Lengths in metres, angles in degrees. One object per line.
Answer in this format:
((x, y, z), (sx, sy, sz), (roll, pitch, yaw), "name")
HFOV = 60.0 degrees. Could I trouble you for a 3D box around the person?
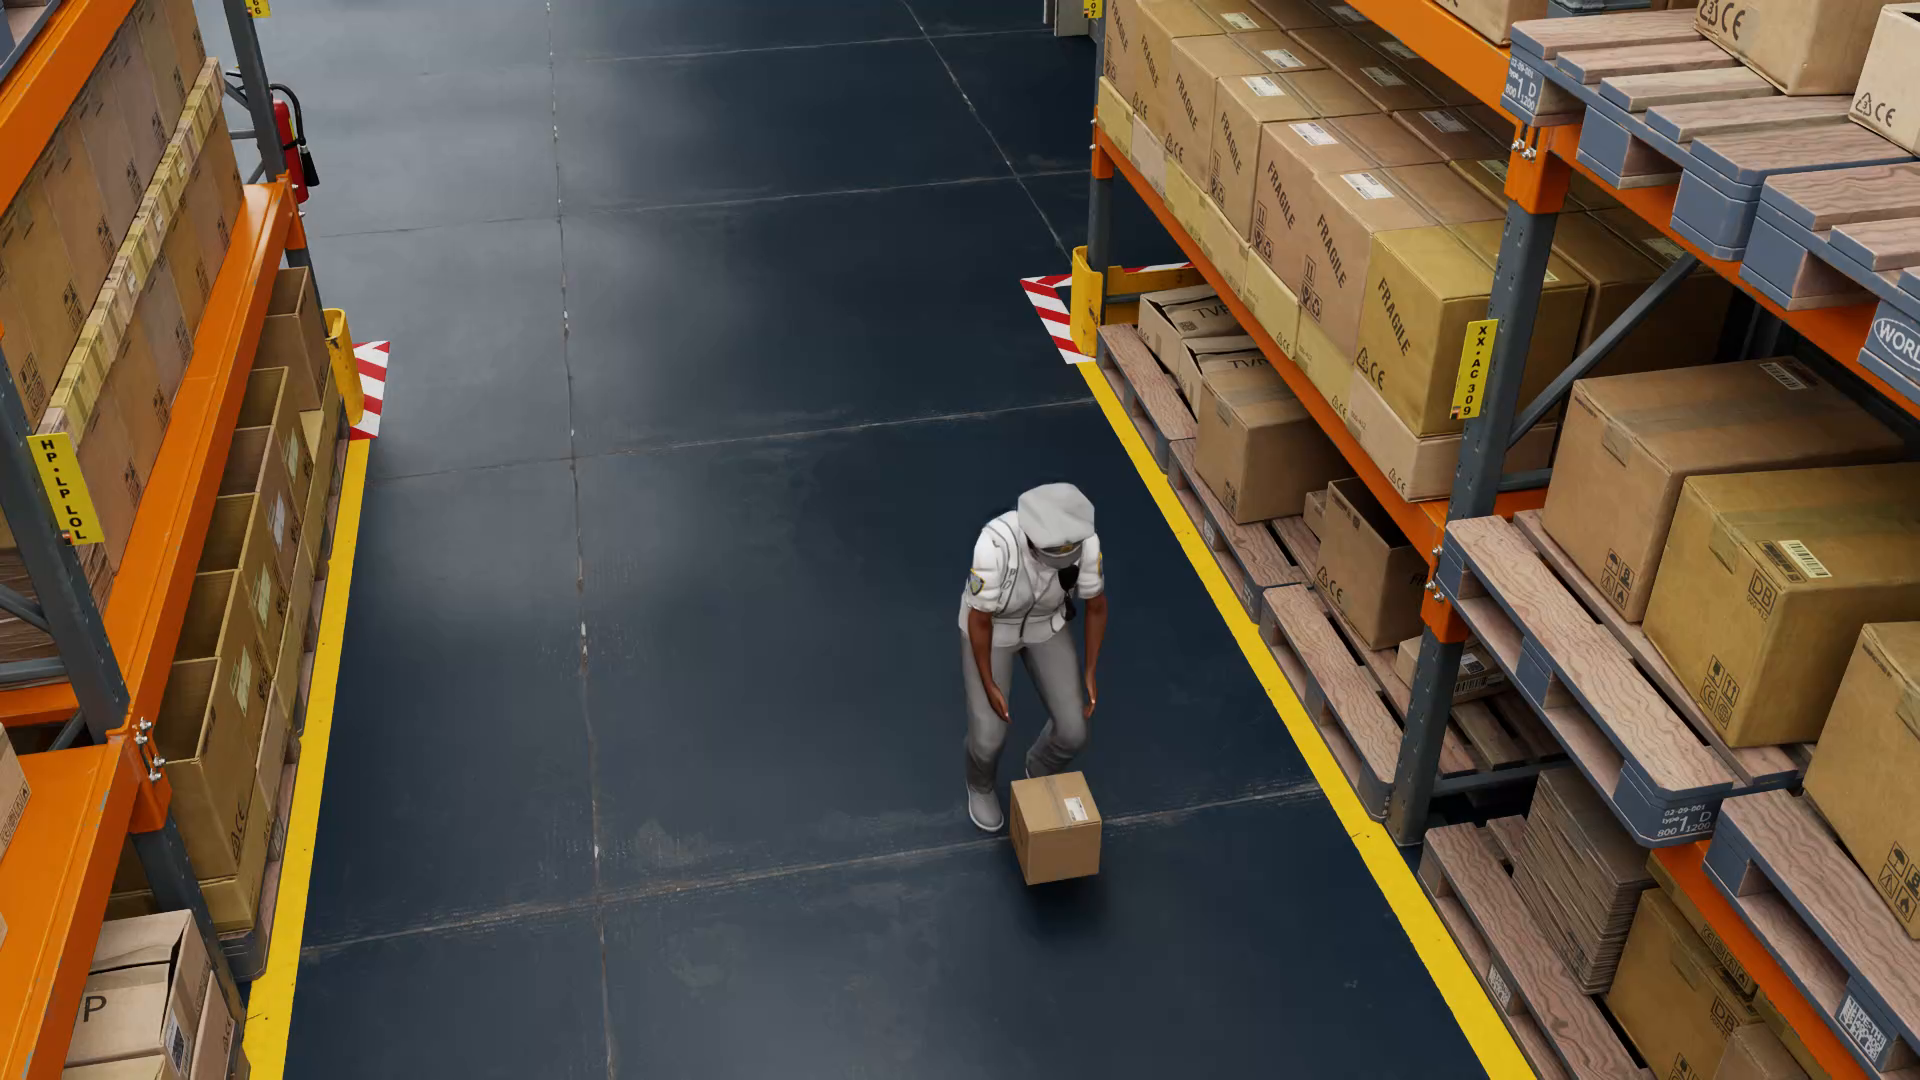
((0.255, 0.386, 5.750), (0.490, 1.487, 0.628), (-7, 35, -10), "person")
